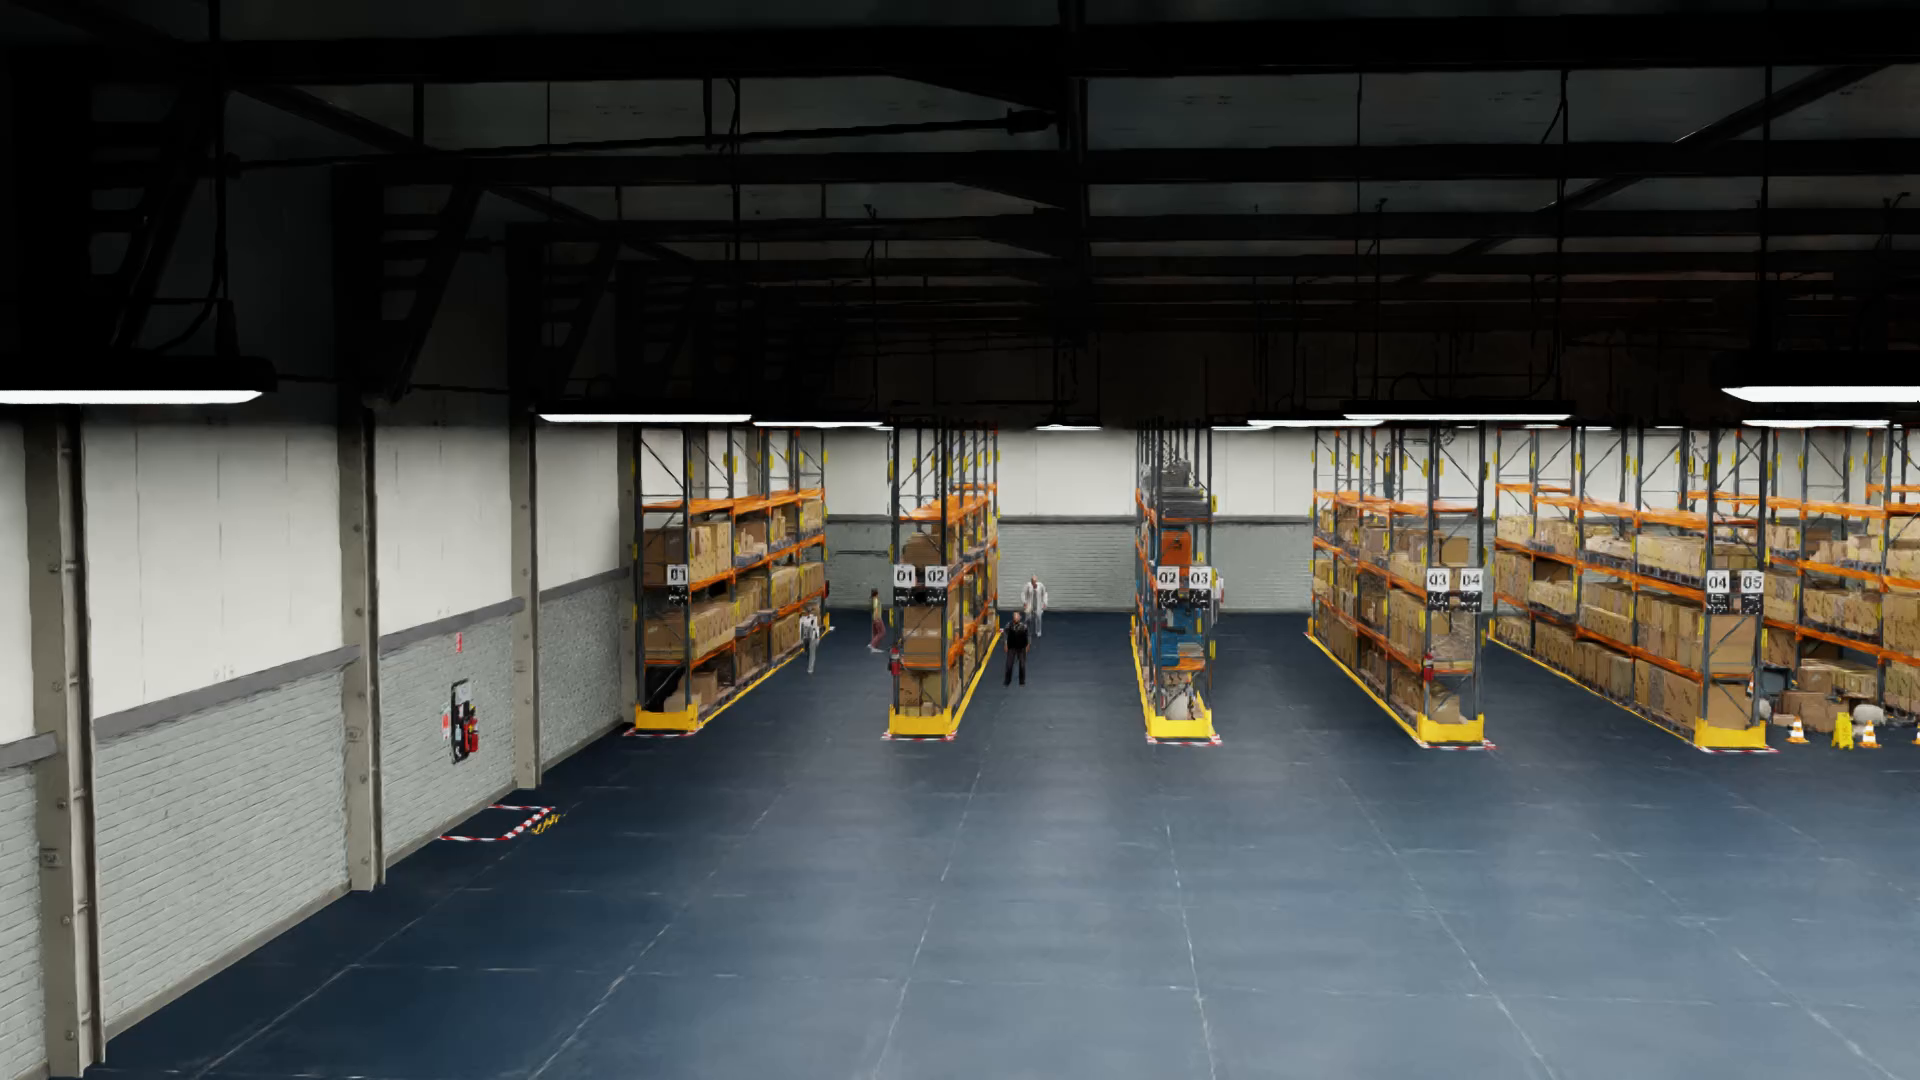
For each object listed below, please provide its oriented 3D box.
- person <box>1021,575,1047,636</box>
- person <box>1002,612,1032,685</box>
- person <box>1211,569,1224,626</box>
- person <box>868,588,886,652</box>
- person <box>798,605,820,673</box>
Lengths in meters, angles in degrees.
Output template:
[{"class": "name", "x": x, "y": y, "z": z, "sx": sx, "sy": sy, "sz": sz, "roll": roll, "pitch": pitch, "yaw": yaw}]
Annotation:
[{"class": "person", "x": 2.073, "y": 1.822, "z": 46.587, "sx": 0.729, "sy": 1.733, "sz": 0.546, "roll": 0, "pitch": 4, "yaw": 3}, {"class": "person", "x": 1.278, "y": 2.442, "z": 37.552, "sx": 0.676, "sy": 1.674, "sz": 0.534, "roll": 0, "pitch": 4, "yaw": 3}, {"class": "person", "x": 7.508, "y": 1.669, "z": 49.026, "sx": 0.575, "sy": 1.689, "sz": 1.128, "roll": 0, "pitch": 4, "yaw": 3}, {"class": "person", "x": -2.184, "y": 2.080, "z": 43.019, "sx": 0.435, "sy": 1.671, "sz": 0.492, "roll": -1, "pitch": 4, "yaw": -21}, {"class": "person", "x": -3.601, "y": 2.329, "z": 39.515, "sx": 0.495, "sy": 1.589, "sz": 1.076, "roll": 0, "pitch": 4, "yaw": 7}]
